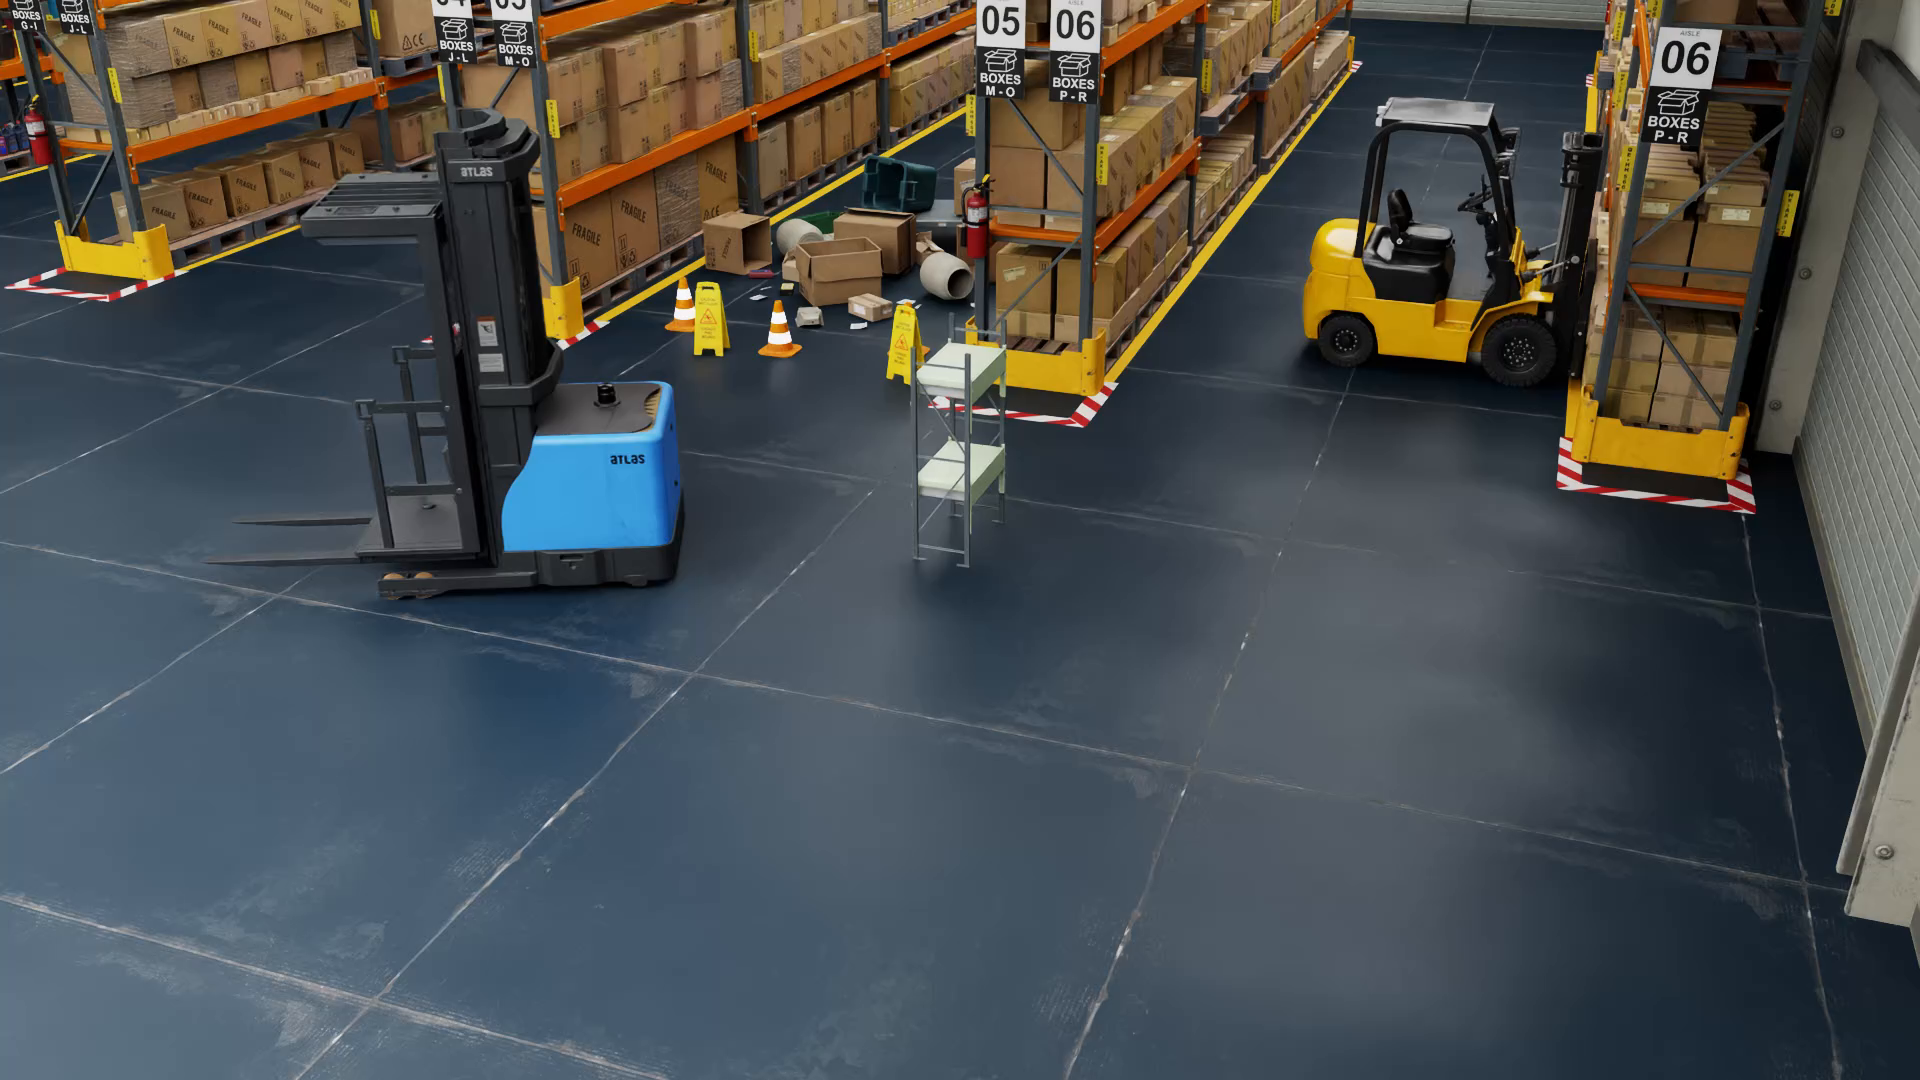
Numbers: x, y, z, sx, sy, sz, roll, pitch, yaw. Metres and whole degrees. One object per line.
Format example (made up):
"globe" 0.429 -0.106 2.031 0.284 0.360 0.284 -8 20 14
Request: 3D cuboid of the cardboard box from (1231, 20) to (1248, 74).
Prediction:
"cardboard box" 2.875 -5.456 18.362 0.500 0.500 0.500 8 27 15

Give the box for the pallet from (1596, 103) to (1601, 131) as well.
"pallet" 9.518 -5.913 23.445 1.003 0.211 1.213 9 27 17

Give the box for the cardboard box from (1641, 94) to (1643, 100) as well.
"cardboard box" 6.255 -3.859 14.801 0.380 0.149 0.250 9 27 18

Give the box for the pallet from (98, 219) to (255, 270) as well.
"pallet" -8.403 -3.215 17.873 1.003 0.211 1.213 9 27 17

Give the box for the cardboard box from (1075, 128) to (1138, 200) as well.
"cardboard box" 1.202 -3.220 14.226 0.500 0.500 0.500 10 27 19

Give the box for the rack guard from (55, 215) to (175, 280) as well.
"rack guard" -8.707 -3.017 17.131 1.175 0.500 0.348 9 27 17

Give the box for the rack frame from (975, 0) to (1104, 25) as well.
"rack frame" 0.613 -5.374 12.246 1.000 3.000 0.127 9 27 17

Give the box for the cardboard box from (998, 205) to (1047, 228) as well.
"cardboard box" 0.536 -2.745 13.989 0.380 0.149 0.250 10 27 19

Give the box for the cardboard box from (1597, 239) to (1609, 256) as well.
"cardboard box" 5.835 -2.432 14.581 0.500 0.250 0.500 10 27 19

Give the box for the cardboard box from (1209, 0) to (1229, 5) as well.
"cardboard box" 2.908 -6.178 19.853 0.500 0.500 0.500 8 27 16

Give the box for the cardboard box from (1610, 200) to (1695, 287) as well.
"cardboard box" 5.212 -2.241 12.544 0.500 0.500 0.500 8 27 16

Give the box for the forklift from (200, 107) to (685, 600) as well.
"forklift" -3.398 -1.175 10.537 3.031 2.935 1.130 -2 26 -4

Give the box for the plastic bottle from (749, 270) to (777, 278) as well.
"plastic bottle" -2.014 -2.725 17.031 0.283 0.061 0.133 0 26 -1

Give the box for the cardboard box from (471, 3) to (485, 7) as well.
"cardboard box" -6.303 -7.161 22.224 0.700 0.500 0.500 13 29 25

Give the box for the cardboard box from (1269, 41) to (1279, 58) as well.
"cardboard box" 3.676 -6.058 20.716 0.500 0.250 0.500 8 27 17

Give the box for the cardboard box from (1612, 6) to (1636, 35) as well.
"cardboard box" 8.326 -6.176 20.187 0.797 0.503 0.637 8 27 16

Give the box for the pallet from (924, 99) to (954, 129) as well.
"pallet" -0.757 -6.203 24.043 1.003 0.211 1.213 9 27 17

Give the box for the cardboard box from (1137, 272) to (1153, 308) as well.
"cardboard box" 1.489 -2.351 15.561 0.500 0.250 0.500 11 28 21

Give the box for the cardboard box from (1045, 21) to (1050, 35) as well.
"cardboard box" 0.520 -4.205 13.562 0.380 0.149 0.250 9 27 18

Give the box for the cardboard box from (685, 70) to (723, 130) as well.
"cardboard box" -3.030 -4.678 17.522 0.875 0.550 0.550 9 27 17

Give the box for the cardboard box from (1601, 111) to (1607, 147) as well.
"cardboard box" 8.399 -5.147 21.049 0.500 0.500 0.500 8 27 16

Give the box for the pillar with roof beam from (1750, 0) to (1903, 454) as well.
"pillar with roof beam" 2.317 -5.435 12.373 9.100 9.000 0.400 9 27 17

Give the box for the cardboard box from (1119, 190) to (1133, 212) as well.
"cardboard box" 1.285 -2.971 14.455 0.380 0.149 0.250 9 27 18

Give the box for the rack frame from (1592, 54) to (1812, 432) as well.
"rack frame" 5.295 -1.955 12.070 1.000 3.000 0.127 9 27 17

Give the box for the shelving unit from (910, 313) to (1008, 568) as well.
"shelving unit" -0.002 -0.672 11.141 0.431 1.500 0.755 9 27 17

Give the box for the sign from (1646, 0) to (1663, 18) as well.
"sign" 4.788 -3.753 11.415 0.100 0.325 0.005 9 27 17

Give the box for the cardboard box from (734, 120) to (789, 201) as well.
"cardboard box" -2.635 -4.438 19.298 1.050 0.750 0.750 9 27 17

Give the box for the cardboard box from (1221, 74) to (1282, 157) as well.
"cardboard box" 3.584 -5.466 21.276 0.875 0.875 0.875 8 27 17

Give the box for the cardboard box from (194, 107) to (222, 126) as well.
"cardboard box" -8.060 -4.488 17.589 0.380 0.149 0.250 9 27 17

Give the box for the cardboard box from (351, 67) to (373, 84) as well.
"cardboard box" -7.195 -5.510 19.701 0.380 0.149 0.250 9 27 17

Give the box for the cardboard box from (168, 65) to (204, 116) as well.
"cardboard box" -8.470 -4.734 17.354 0.875 0.500 0.500 9 27 17

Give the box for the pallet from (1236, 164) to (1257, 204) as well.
"pallet" 3.014 -4.385 20.288 1.003 0.211 1.213 9 27 17

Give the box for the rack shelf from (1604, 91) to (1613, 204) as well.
"rack shelf" 7.292 -4.097 17.319 1.077 0.370 4.000 9 27 17

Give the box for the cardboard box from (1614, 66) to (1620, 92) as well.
"cardboard box" 7.221 -4.835 17.617 0.500 0.250 0.500 8 27 16

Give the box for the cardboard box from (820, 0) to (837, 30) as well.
"cardboard box" -1.920 -6.530 20.257 0.700 0.500 0.500 8 27 17

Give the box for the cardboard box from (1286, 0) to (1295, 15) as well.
"cardboard box" 4.013 -7.039 21.307 0.500 0.500 0.500 10 27 19

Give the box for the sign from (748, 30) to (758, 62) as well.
"sign" -2.233 -5.339 17.974 0.100 0.325 0.005 9 27 17

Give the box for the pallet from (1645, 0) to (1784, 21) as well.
"pallet" 6.367 -4.555 14.099 1.003 0.211 1.213 9 27 17

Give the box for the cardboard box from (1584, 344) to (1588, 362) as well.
"cardboard box" 5.503 -1.553 13.912 0.500 0.250 0.500 9 27 18

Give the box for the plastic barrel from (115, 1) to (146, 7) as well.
"plastic barrel" -11.302 -7.197 22.739 0.433 0.535 0.433 0 26 0

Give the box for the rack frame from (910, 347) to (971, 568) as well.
"rack frame" -0.124 -0.522 10.830 0.400 1.500 0.023 9 27 17

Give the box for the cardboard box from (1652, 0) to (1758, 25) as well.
"cardboard box" 5.648 -4.208 12.569 0.700 0.500 0.500 9 27 18

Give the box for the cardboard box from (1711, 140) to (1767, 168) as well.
"cardboard box" 6.143 -3.051 13.133 0.380 0.149 0.250 8 27 16

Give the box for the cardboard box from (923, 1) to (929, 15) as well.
"cardboard box" -0.647 -7.413 23.149 0.380 0.149 0.250 9 27 18

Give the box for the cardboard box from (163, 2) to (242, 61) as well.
"cardboard box" -7.954 -5.336 17.449 0.500 0.500 0.500 9 27 17

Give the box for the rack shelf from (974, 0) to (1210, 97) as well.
"rack shelf" 1.279 -4.522 14.754 1.077 0.370 4.000 9 27 17

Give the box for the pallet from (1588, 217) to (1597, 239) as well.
"pallet" 7.239 -3.155 17.748 1.003 0.211 1.213 9 27 17

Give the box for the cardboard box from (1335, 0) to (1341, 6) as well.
"cardboard box" 5.524 -8.426 25.320 0.500 0.500 0.500 10 27 19

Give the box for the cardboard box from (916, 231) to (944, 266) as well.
"cardboard box" -0.351 -3.063 17.495 0.258 0.266 0.396 -9 27 -18

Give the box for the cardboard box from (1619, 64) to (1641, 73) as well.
"cardboard box" 6.943 -4.758 17.000 0.380 0.149 0.250 8 27 16

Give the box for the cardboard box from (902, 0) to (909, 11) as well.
"cardboard box" -0.902 -7.239 22.447 0.380 0.149 0.250 8 27 16

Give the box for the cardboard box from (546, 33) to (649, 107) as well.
"cardboard box" -3.518 -4.500 15.914 0.875 0.550 0.550 9 27 17

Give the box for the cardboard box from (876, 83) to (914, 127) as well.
"cardboard box" -0.950 -5.955 22.717 0.500 0.500 0.500 8 27 15

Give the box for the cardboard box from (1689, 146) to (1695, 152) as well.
"cardboard box" 6.395 -3.350 14.092 0.380 0.149 0.250 10 27 19

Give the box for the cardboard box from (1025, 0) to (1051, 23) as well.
"cardboard box" 0.530 -4.339 13.382 0.500 0.250 0.500 8 27 17

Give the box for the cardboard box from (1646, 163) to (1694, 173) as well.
"cardboard box" 5.269 -2.710 12.428 0.380 0.149 0.250 9 27 18

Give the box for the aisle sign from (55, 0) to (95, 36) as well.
"aisle sign" -8.470 -5.212 15.812 0.394 0.787 0.004 9 27 17
